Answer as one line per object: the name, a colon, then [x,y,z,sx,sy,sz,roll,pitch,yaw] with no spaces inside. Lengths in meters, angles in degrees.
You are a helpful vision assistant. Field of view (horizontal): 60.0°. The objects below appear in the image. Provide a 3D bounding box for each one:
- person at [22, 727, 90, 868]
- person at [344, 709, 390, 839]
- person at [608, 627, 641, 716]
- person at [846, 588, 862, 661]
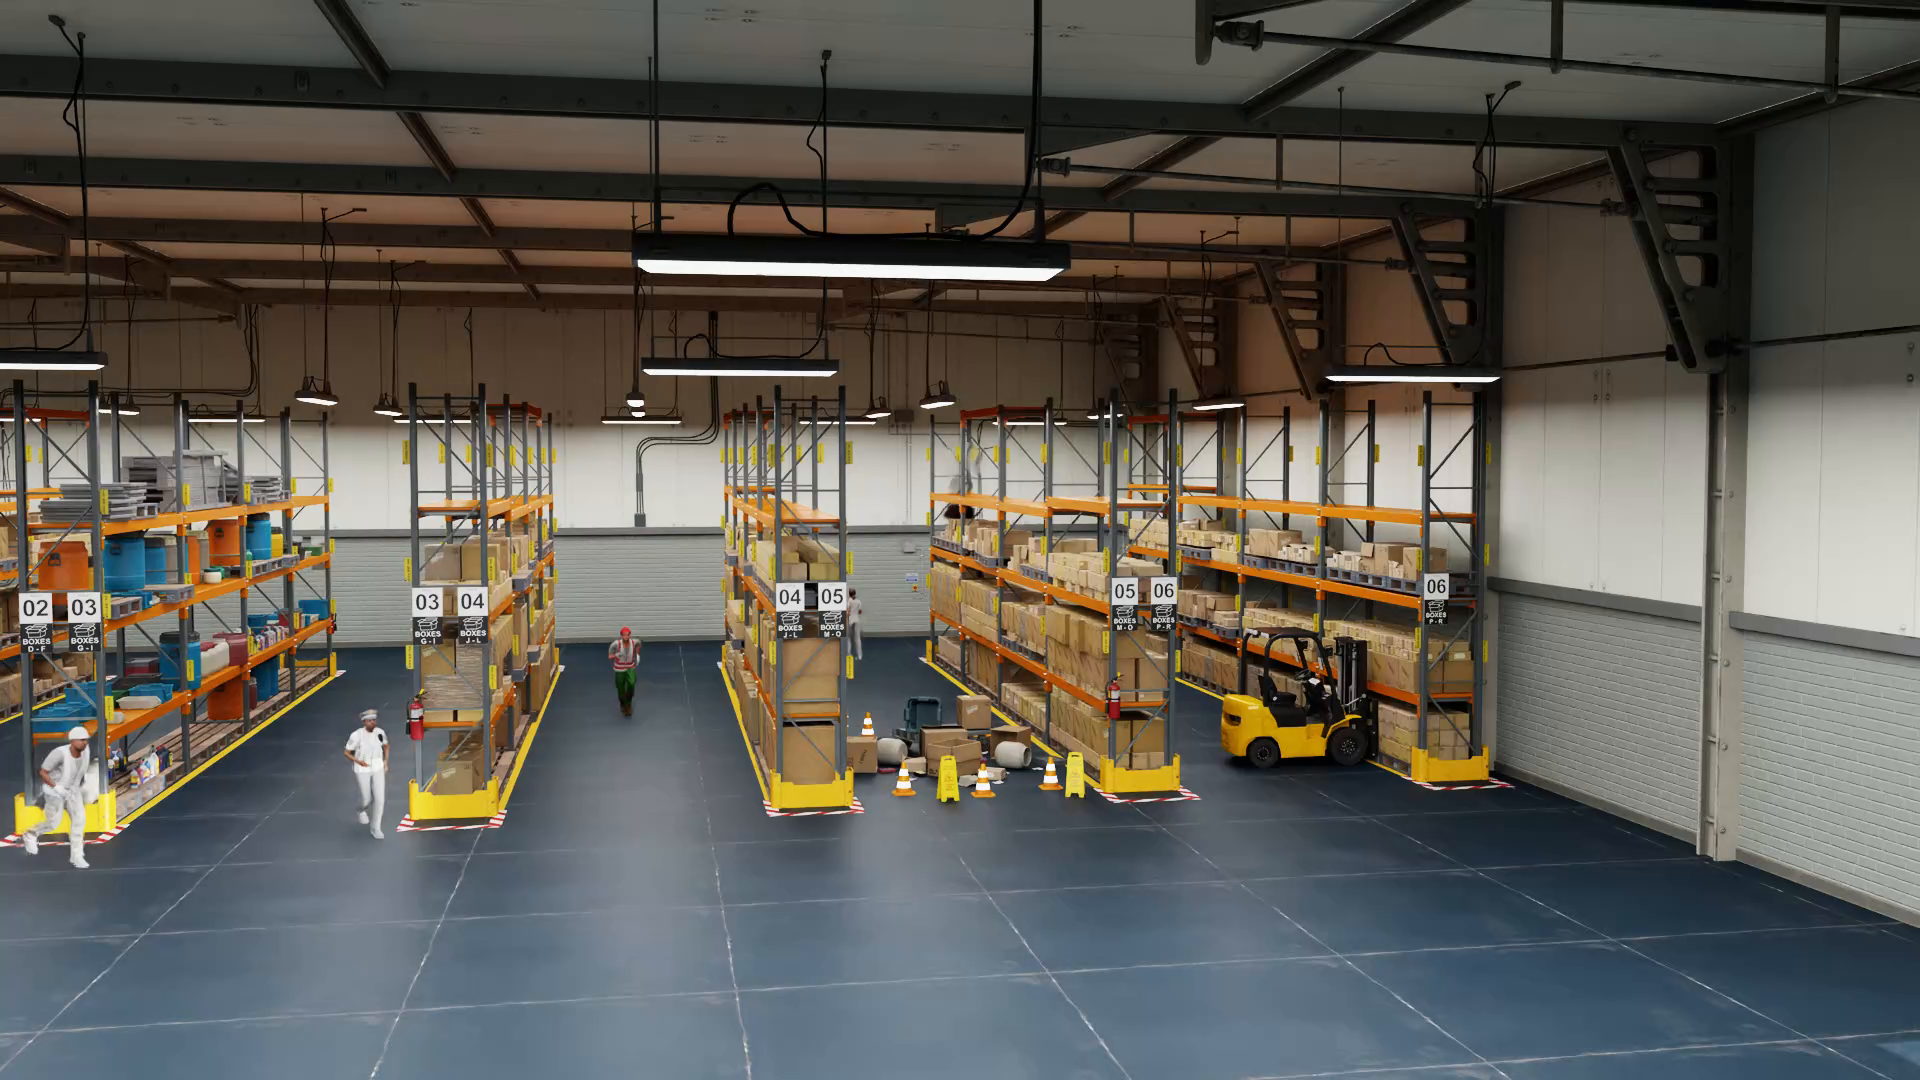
person: [-11.066,3.132,20.389,1.036,1.726,0.709,1,3,14]
person: [-7.823,3.066,21.995,0.618,1.695,0.775,-2,4,-35]
person: [-6.419,2.503,31.873,0.642,1.714,0.904,-1,3,-15]
person: [-2.451,1.997,37.926,0.510,1.719,0.779,-1,3,-23]
